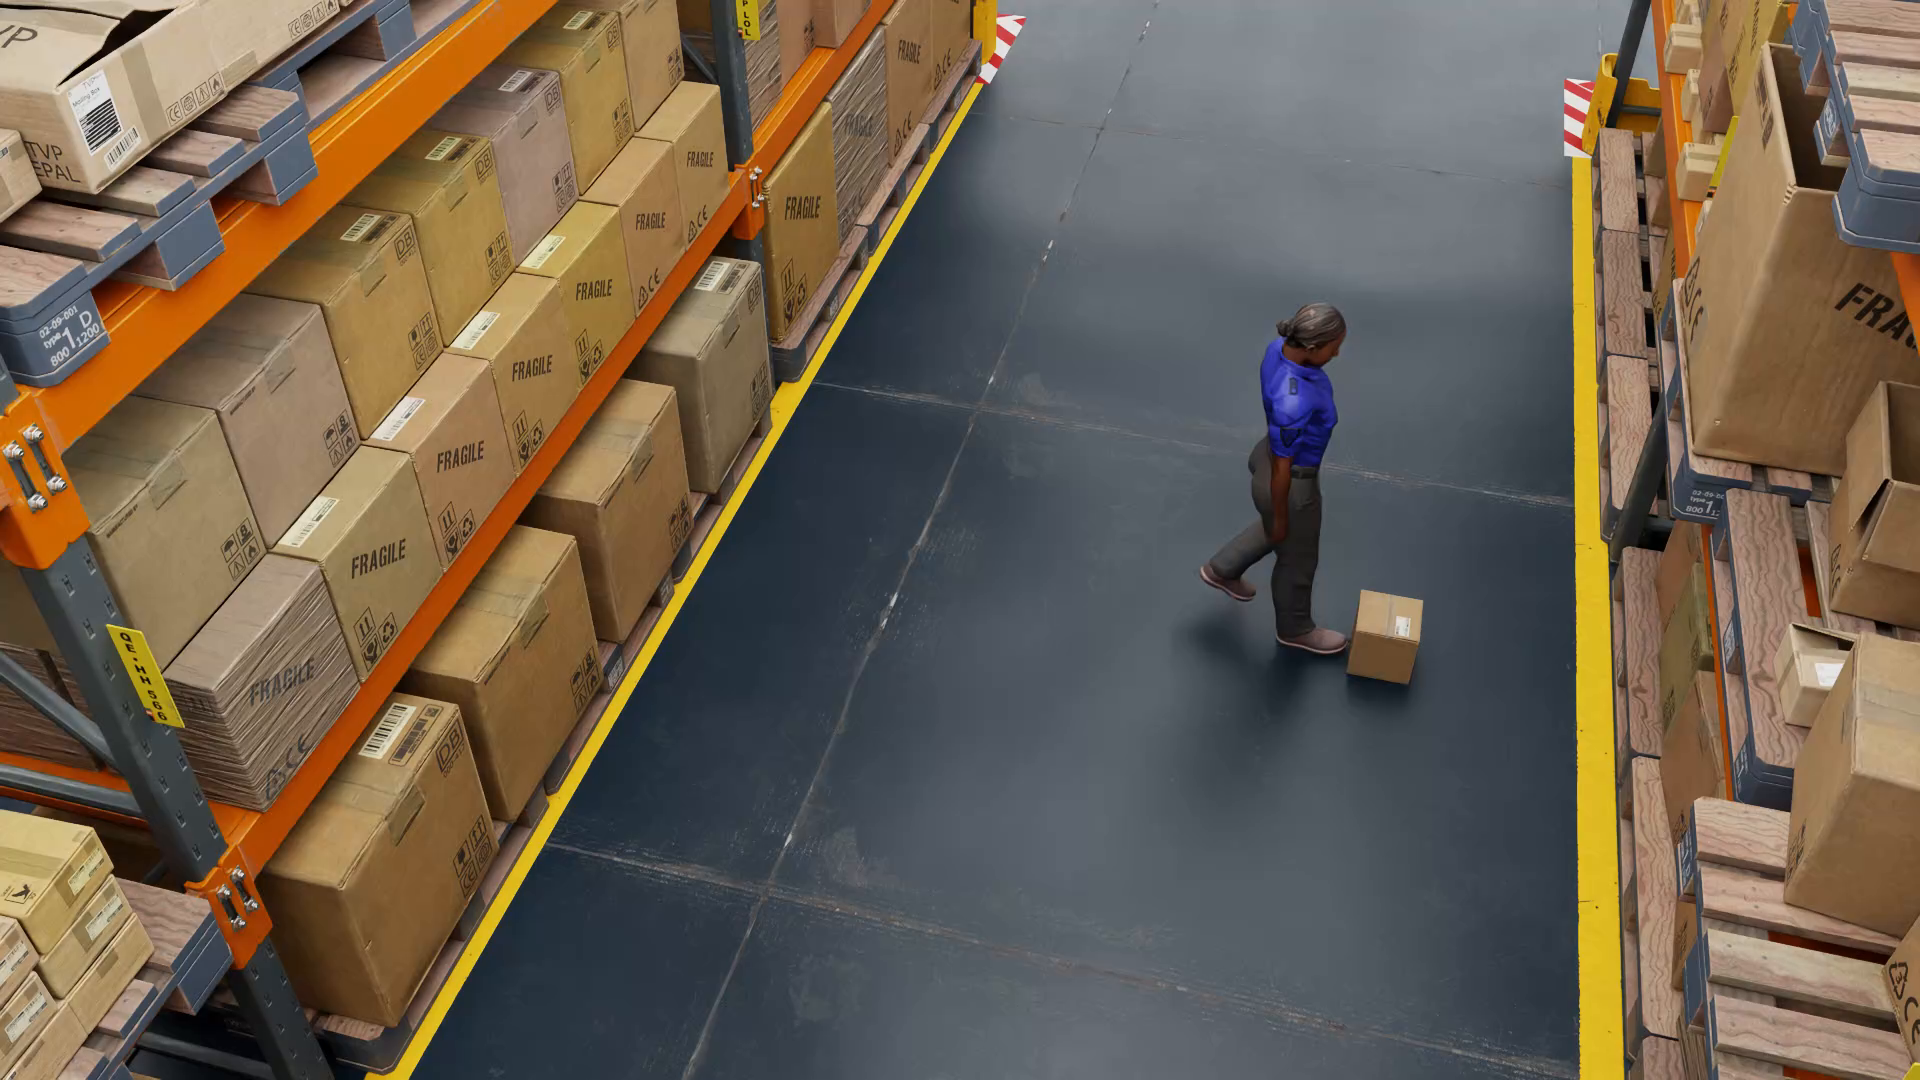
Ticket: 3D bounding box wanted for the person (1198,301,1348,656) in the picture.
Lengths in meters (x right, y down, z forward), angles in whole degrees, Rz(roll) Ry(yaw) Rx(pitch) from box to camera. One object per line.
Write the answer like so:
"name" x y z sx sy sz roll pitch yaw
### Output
"person" 1.294 -0.234 6.407 0.624 1.638 0.488 3 41 3
